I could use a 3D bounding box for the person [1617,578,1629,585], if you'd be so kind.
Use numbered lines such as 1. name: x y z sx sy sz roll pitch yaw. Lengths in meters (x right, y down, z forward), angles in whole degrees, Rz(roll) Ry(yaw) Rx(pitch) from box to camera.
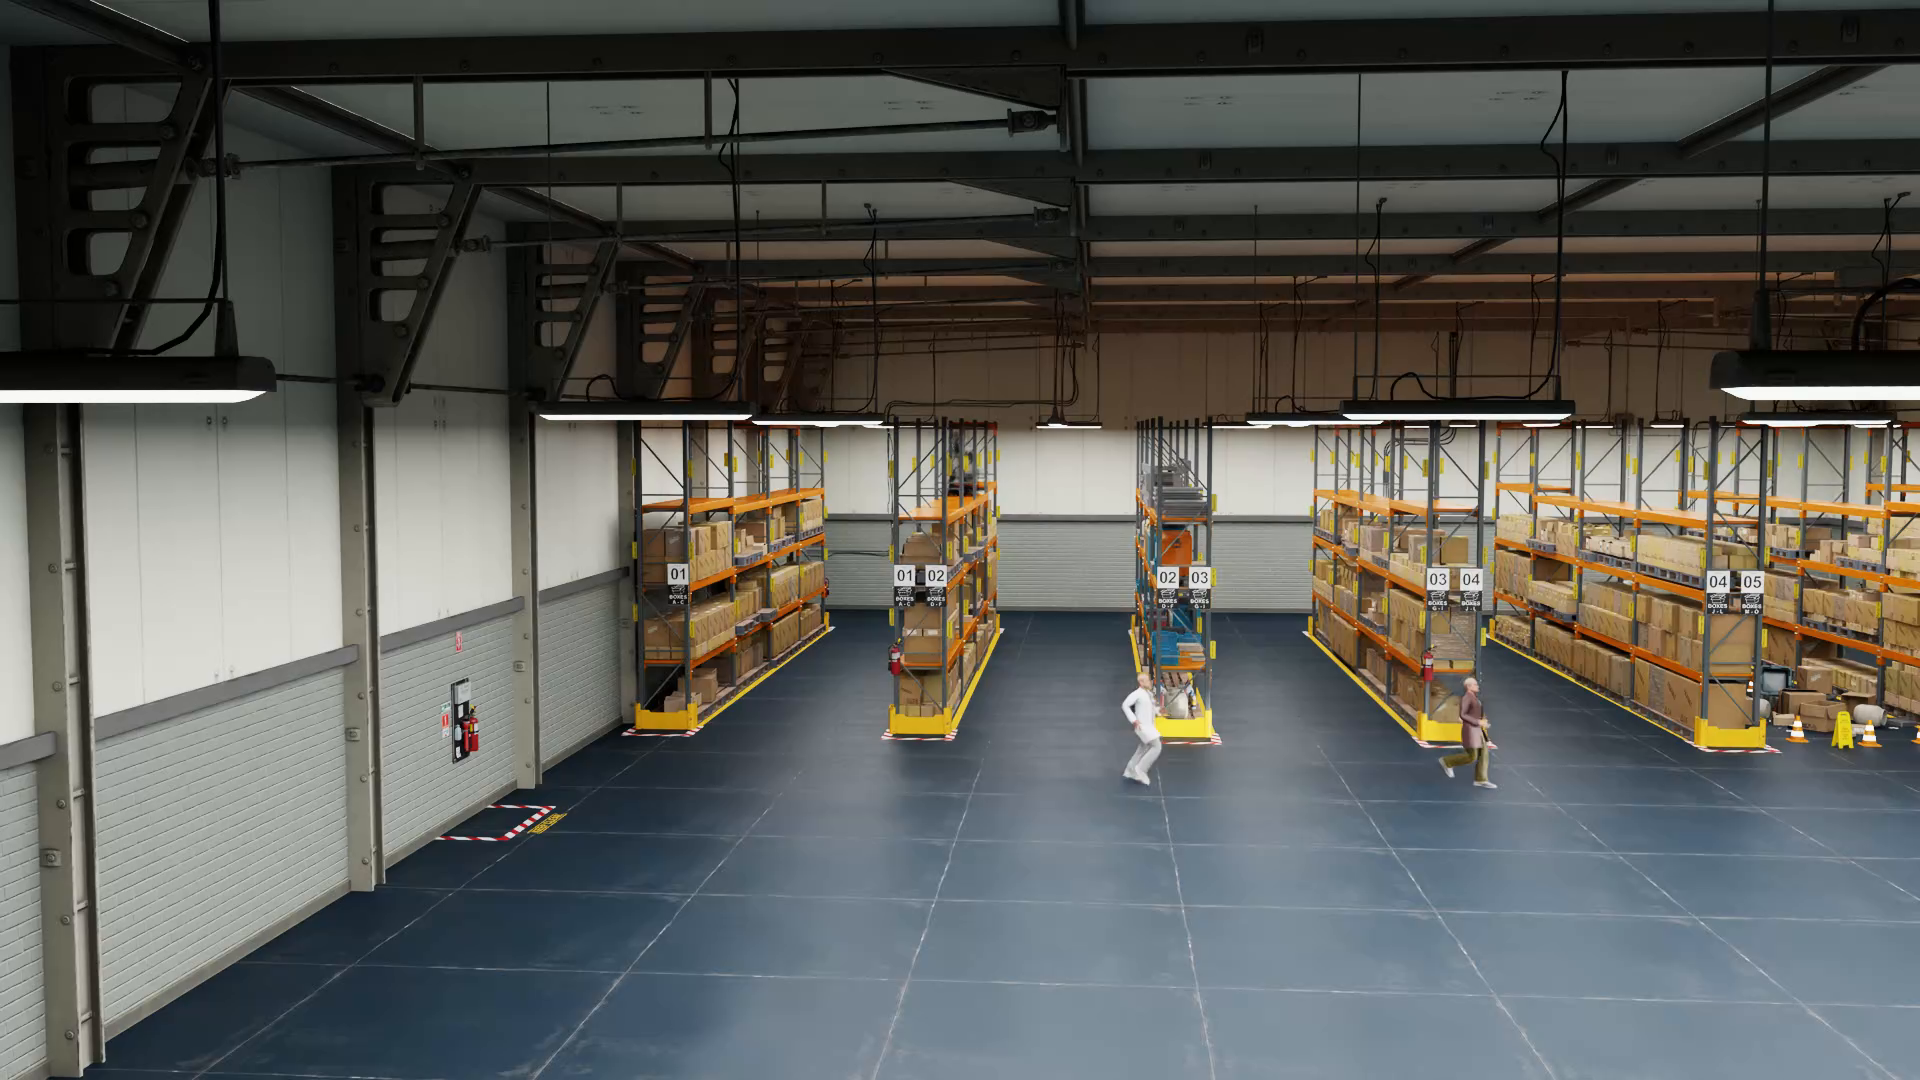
1. person: 18.864 1.772 47.338 0.714 1.758 0.657 0 4 3

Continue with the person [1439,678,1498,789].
1. person: 8.213 3.099 26.803 0.923 1.764 0.711 2 4 32

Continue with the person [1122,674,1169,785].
1. person: 3.021 3.073 27.053 0.762 1.790 0.675 1 4 22
